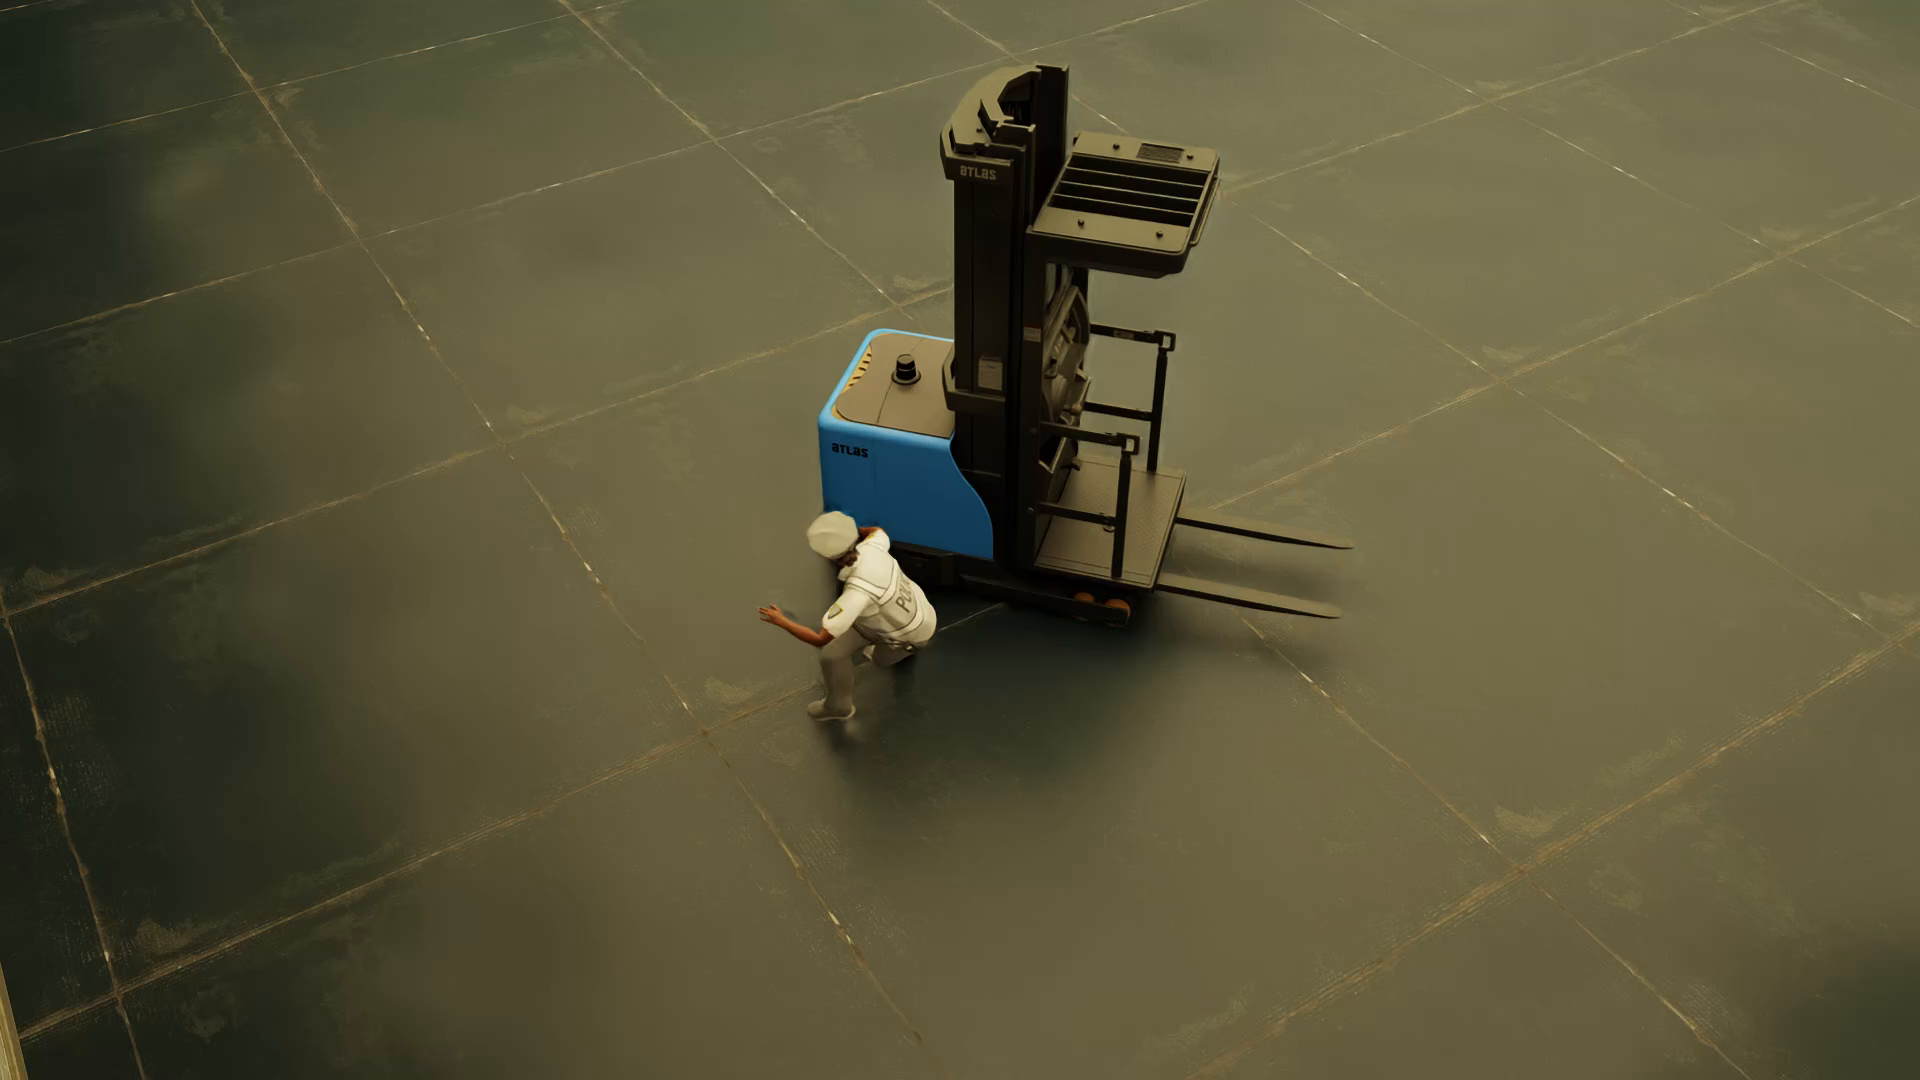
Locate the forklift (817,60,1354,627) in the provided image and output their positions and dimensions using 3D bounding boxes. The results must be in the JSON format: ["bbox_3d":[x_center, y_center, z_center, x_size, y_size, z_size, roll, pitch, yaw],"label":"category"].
[{"bbox_3d":[0.763,-0.996,9.010,3.031,2.935,1.130,11,42,12],"label":"forklift"}]

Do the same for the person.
[{"bbox_3d":[-0.606,0.370,8.578,0.909,1.425,0.907,-12,42,-13],"label":"person"}]
